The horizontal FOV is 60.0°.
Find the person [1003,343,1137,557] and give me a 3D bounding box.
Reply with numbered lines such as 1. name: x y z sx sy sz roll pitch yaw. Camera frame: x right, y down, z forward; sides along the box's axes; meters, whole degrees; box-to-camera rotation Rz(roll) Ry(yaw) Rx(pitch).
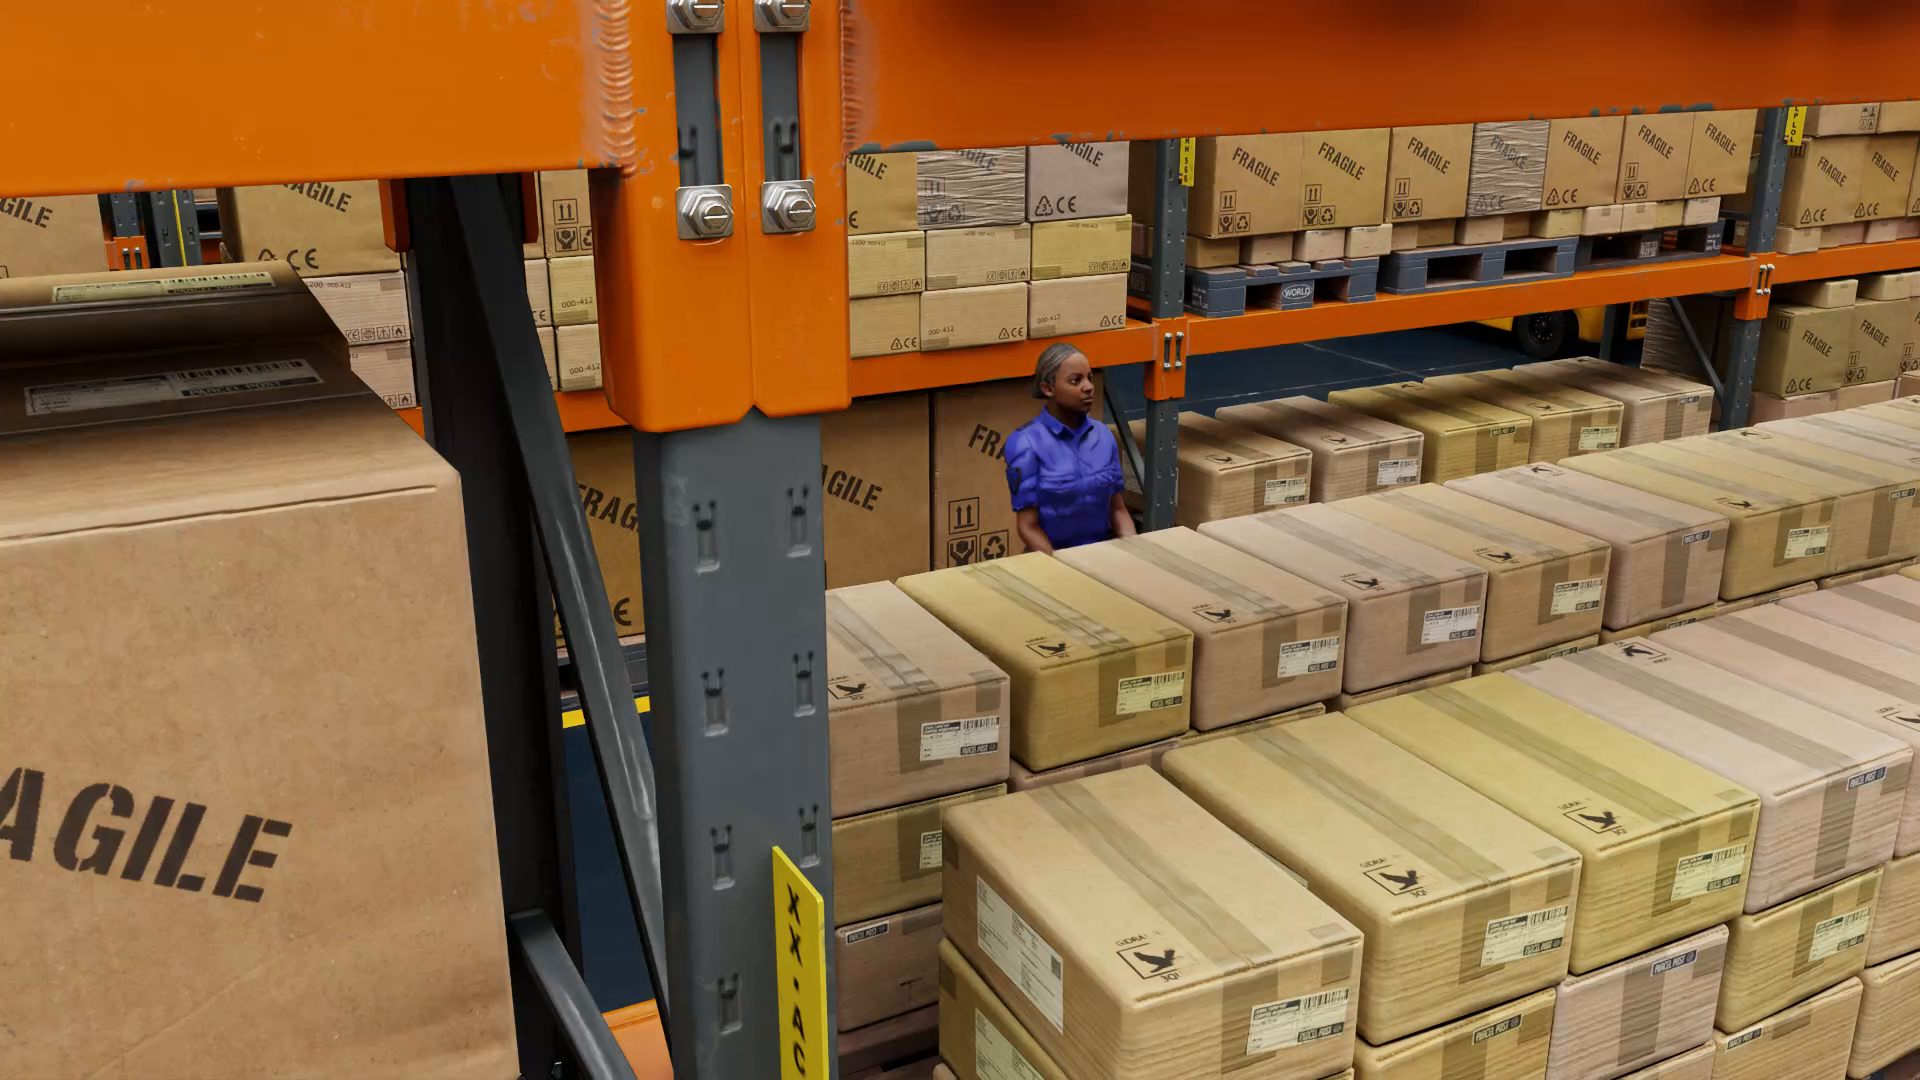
1. person: 0.390 0.192 5.496 0.479 1.656 0.503 -12 22 -33
